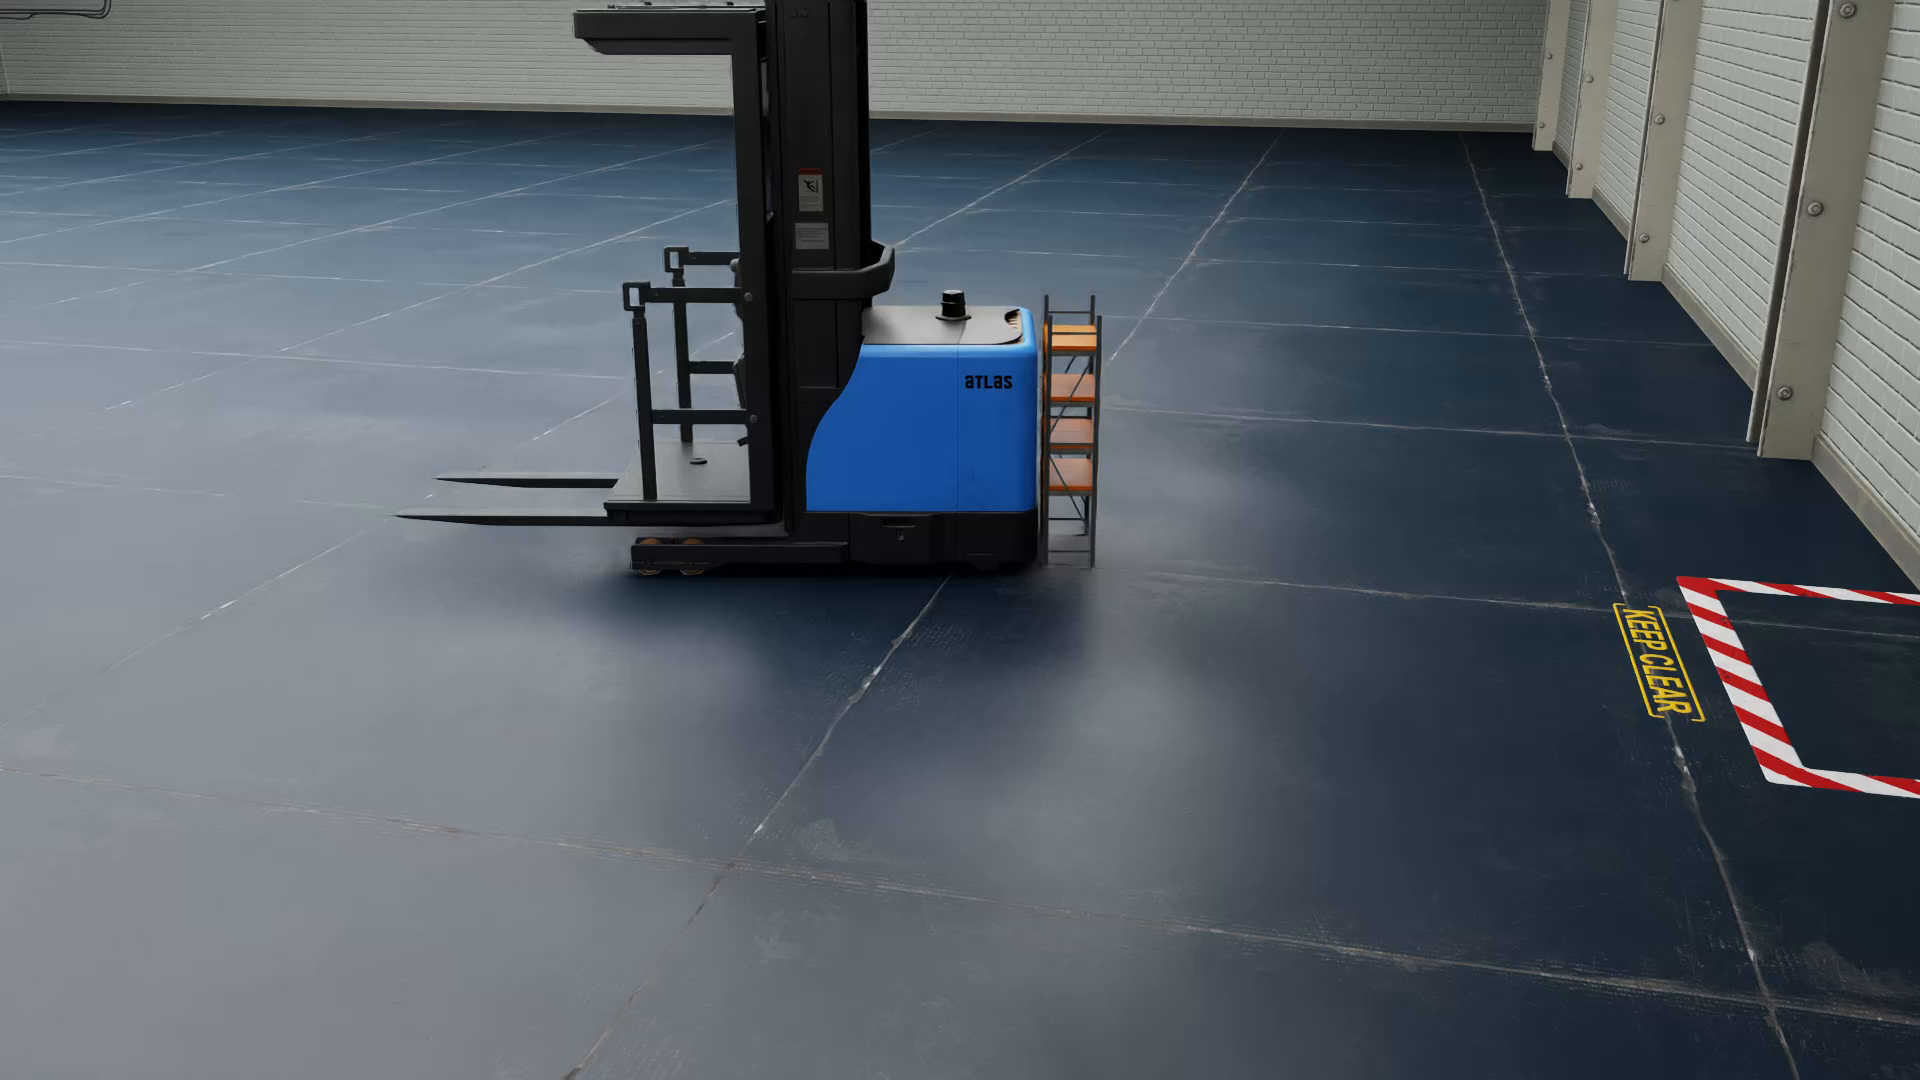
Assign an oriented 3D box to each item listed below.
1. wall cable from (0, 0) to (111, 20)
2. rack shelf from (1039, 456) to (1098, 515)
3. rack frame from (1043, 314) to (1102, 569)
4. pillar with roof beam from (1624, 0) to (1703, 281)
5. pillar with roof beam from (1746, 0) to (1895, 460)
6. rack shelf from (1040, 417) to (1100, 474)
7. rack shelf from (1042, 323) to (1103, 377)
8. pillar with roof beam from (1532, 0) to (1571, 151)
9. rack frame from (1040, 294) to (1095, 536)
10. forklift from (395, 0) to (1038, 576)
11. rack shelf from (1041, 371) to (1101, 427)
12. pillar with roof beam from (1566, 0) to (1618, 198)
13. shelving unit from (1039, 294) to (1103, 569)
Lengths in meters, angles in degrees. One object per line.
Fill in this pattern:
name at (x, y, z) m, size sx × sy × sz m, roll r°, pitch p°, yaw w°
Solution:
wall cable at (-19.339, -12.267, 34.983) m, size 3.097 × 2.526 × 0.112 m, roll 5°, pitch 19°, yaw 13°
rack shelf at (0.513, -0.262, 7.920) m, size 0.258 × 0.148 × 0.480 m, roll 0°, pitch 19°, yaw 1°
rack frame at (0.510, -0.435, 7.604) m, size 0.240 × 1.200 × 0.015 m, roll 0°, pitch 19°, yaw 1°
pillar with roof beam at (2.098, -7.008, 14.783) m, size 9.100 × 9.000 × 0.400 m, roll 5°, pitch 19°, yaw 13°
pillar with roof beam at (0.632, -5.128, 9.278) m, size 9.100 × 9.000 × 0.400 m, roll 5°, pitch 19°, yaw 13°
rack shelf at (0.514, -0.450, 7.856) m, size 0.258 × 0.148 × 0.480 m, roll 0°, pitch 19°, yaw 1°
rack shelf at (0.515, -0.886, 7.707) m, size 0.258 × 0.148 × 0.480 m, roll 0°, pitch 19°, yaw 1°
pillar with roof beam at (5.030, -10.769, 25.795) m, size 9.100 × 9.000 × 0.400 m, roll 5°, pitch 19°, yaw 13°
rack frame at (0.518, -0.593, 8.065) m, size 0.240 × 1.200 × 0.015 m, roll 0°, pitch 19°, yaw 1°
forklift at (-1.147, -1.393, 7.731) m, size 3.031 × 2.935 × 1.130 m, roll 0°, pitch 19°, yaw 1°
rack shelf at (0.514, -0.662, 7.784) m, size 0.258 × 0.148 × 0.480 m, roll 0°, pitch 19°, yaw 1°
pillar with roof beam at (3.564, -8.889, 20.289) m, size 9.100 × 9.000 × 0.400 m, roll 5°, pitch 19°, yaw 13°
shelving unit at (0.514, -0.514, 7.834) m, size 0.258 × 1.200 × 0.503 m, roll 0°, pitch 19°, yaw 1°
